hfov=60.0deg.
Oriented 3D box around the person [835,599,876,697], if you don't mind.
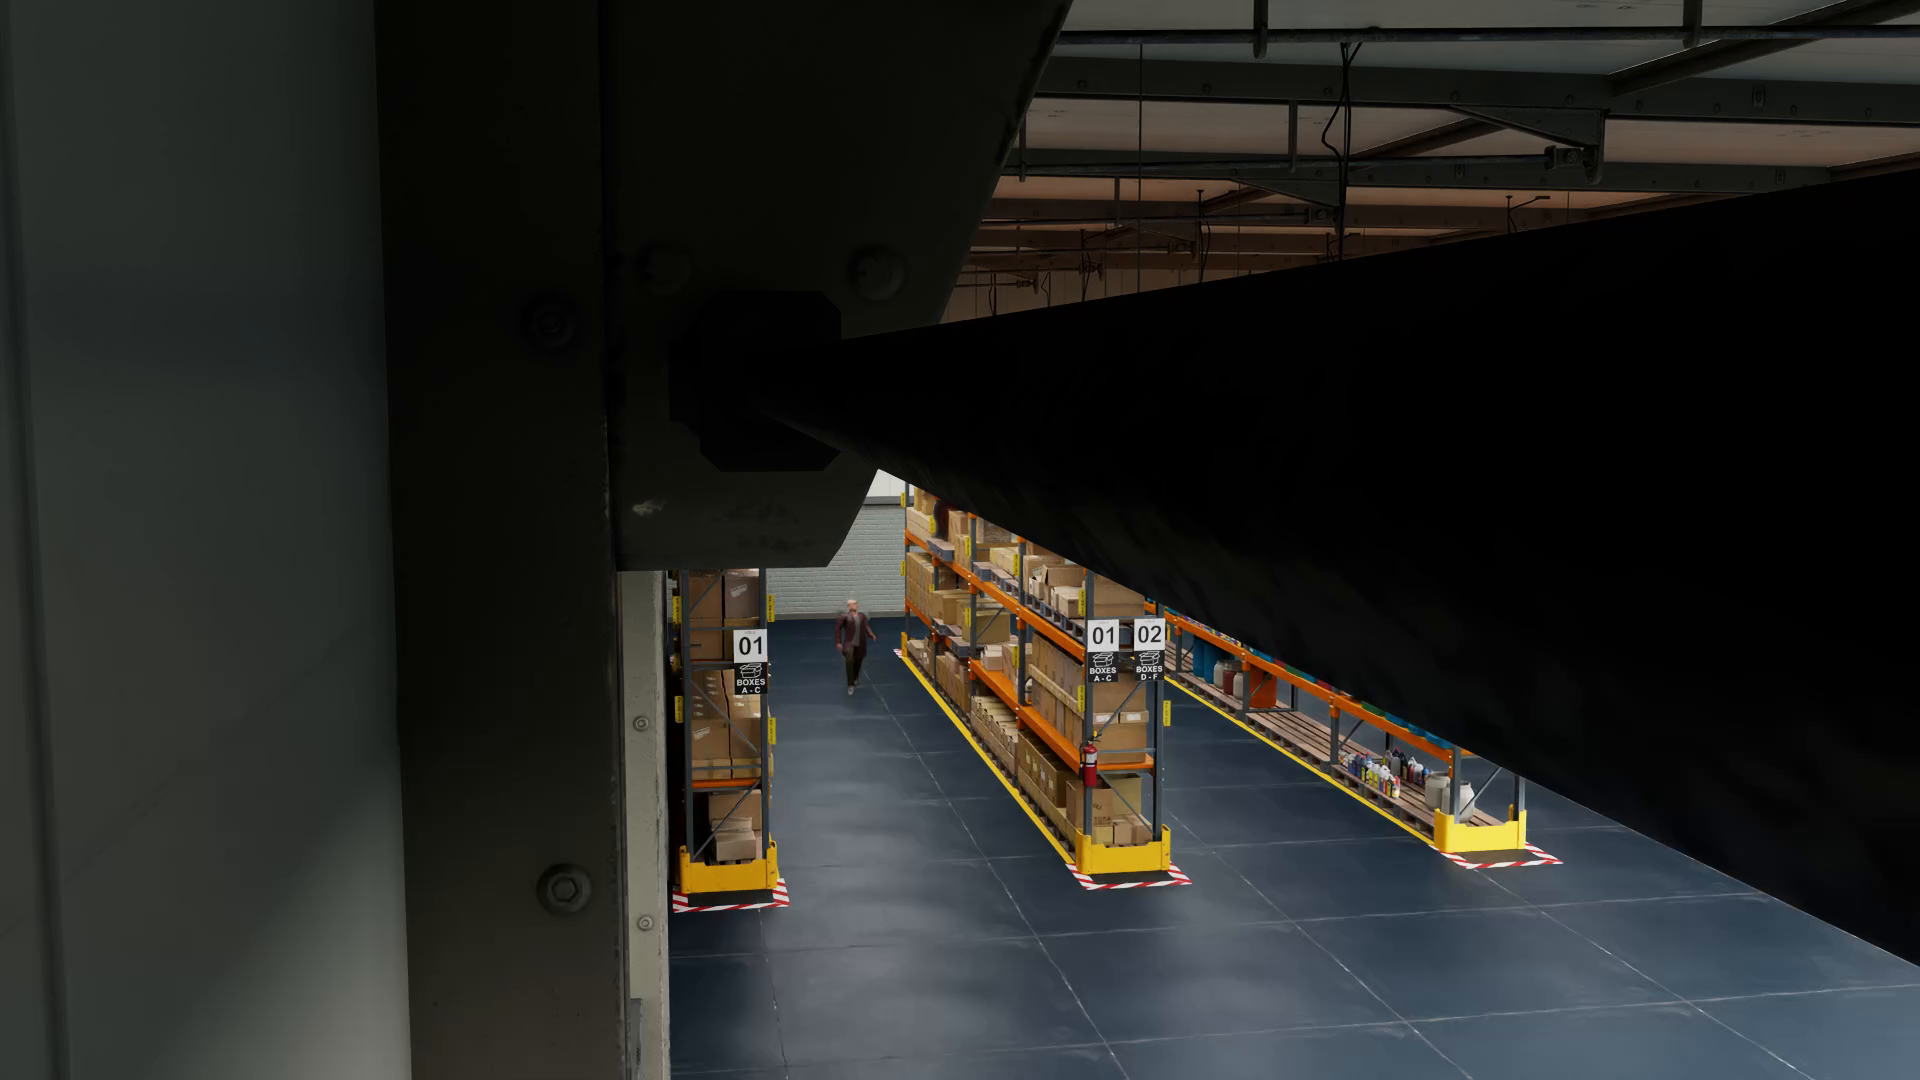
[{"bbox_3d":[-2.027,2.083,32.130,0.769,1.738,0.936,-1,6,-6],"label":"person"}]
